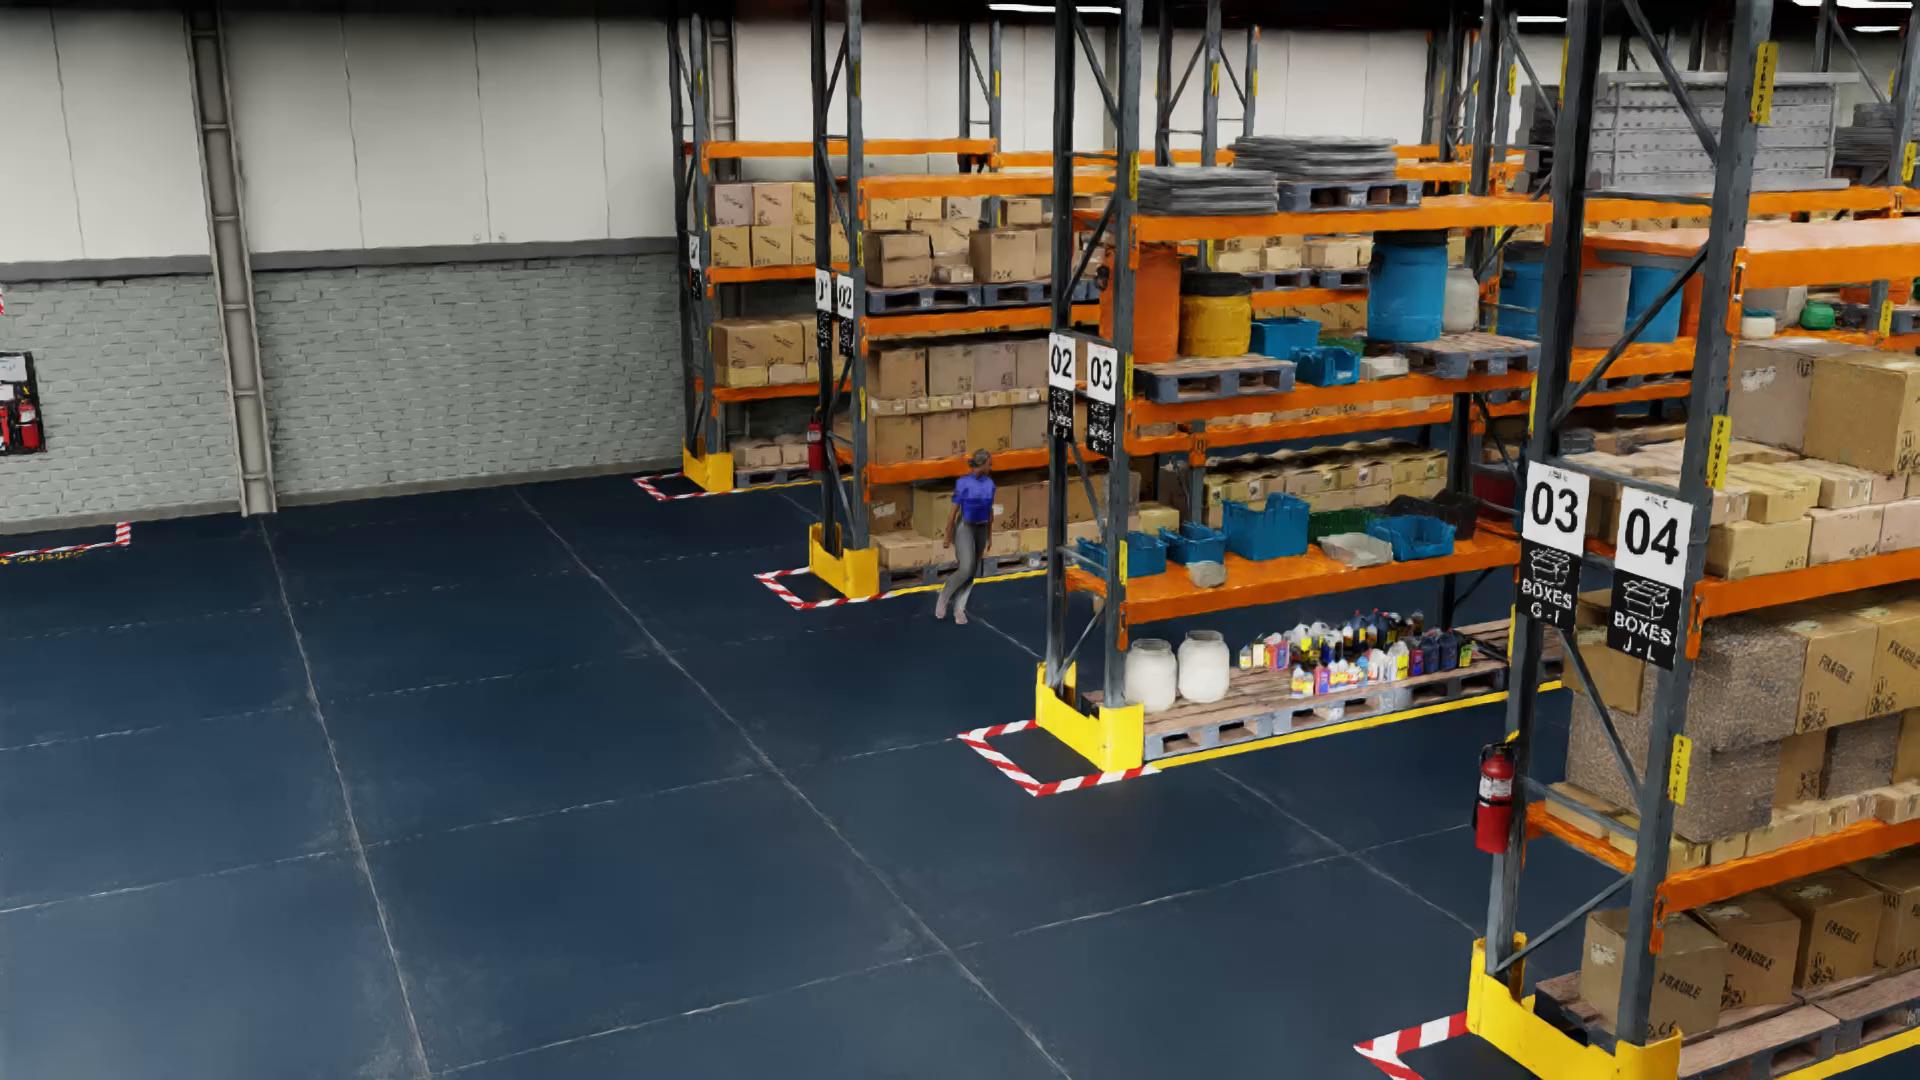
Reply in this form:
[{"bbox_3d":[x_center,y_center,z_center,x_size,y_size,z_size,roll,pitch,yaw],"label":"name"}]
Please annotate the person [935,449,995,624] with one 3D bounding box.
[{"bbox_3d":[0.090,-0.026,15.839,0.664,1.650,0.427,-10,18,-32],"label":"person"}]
